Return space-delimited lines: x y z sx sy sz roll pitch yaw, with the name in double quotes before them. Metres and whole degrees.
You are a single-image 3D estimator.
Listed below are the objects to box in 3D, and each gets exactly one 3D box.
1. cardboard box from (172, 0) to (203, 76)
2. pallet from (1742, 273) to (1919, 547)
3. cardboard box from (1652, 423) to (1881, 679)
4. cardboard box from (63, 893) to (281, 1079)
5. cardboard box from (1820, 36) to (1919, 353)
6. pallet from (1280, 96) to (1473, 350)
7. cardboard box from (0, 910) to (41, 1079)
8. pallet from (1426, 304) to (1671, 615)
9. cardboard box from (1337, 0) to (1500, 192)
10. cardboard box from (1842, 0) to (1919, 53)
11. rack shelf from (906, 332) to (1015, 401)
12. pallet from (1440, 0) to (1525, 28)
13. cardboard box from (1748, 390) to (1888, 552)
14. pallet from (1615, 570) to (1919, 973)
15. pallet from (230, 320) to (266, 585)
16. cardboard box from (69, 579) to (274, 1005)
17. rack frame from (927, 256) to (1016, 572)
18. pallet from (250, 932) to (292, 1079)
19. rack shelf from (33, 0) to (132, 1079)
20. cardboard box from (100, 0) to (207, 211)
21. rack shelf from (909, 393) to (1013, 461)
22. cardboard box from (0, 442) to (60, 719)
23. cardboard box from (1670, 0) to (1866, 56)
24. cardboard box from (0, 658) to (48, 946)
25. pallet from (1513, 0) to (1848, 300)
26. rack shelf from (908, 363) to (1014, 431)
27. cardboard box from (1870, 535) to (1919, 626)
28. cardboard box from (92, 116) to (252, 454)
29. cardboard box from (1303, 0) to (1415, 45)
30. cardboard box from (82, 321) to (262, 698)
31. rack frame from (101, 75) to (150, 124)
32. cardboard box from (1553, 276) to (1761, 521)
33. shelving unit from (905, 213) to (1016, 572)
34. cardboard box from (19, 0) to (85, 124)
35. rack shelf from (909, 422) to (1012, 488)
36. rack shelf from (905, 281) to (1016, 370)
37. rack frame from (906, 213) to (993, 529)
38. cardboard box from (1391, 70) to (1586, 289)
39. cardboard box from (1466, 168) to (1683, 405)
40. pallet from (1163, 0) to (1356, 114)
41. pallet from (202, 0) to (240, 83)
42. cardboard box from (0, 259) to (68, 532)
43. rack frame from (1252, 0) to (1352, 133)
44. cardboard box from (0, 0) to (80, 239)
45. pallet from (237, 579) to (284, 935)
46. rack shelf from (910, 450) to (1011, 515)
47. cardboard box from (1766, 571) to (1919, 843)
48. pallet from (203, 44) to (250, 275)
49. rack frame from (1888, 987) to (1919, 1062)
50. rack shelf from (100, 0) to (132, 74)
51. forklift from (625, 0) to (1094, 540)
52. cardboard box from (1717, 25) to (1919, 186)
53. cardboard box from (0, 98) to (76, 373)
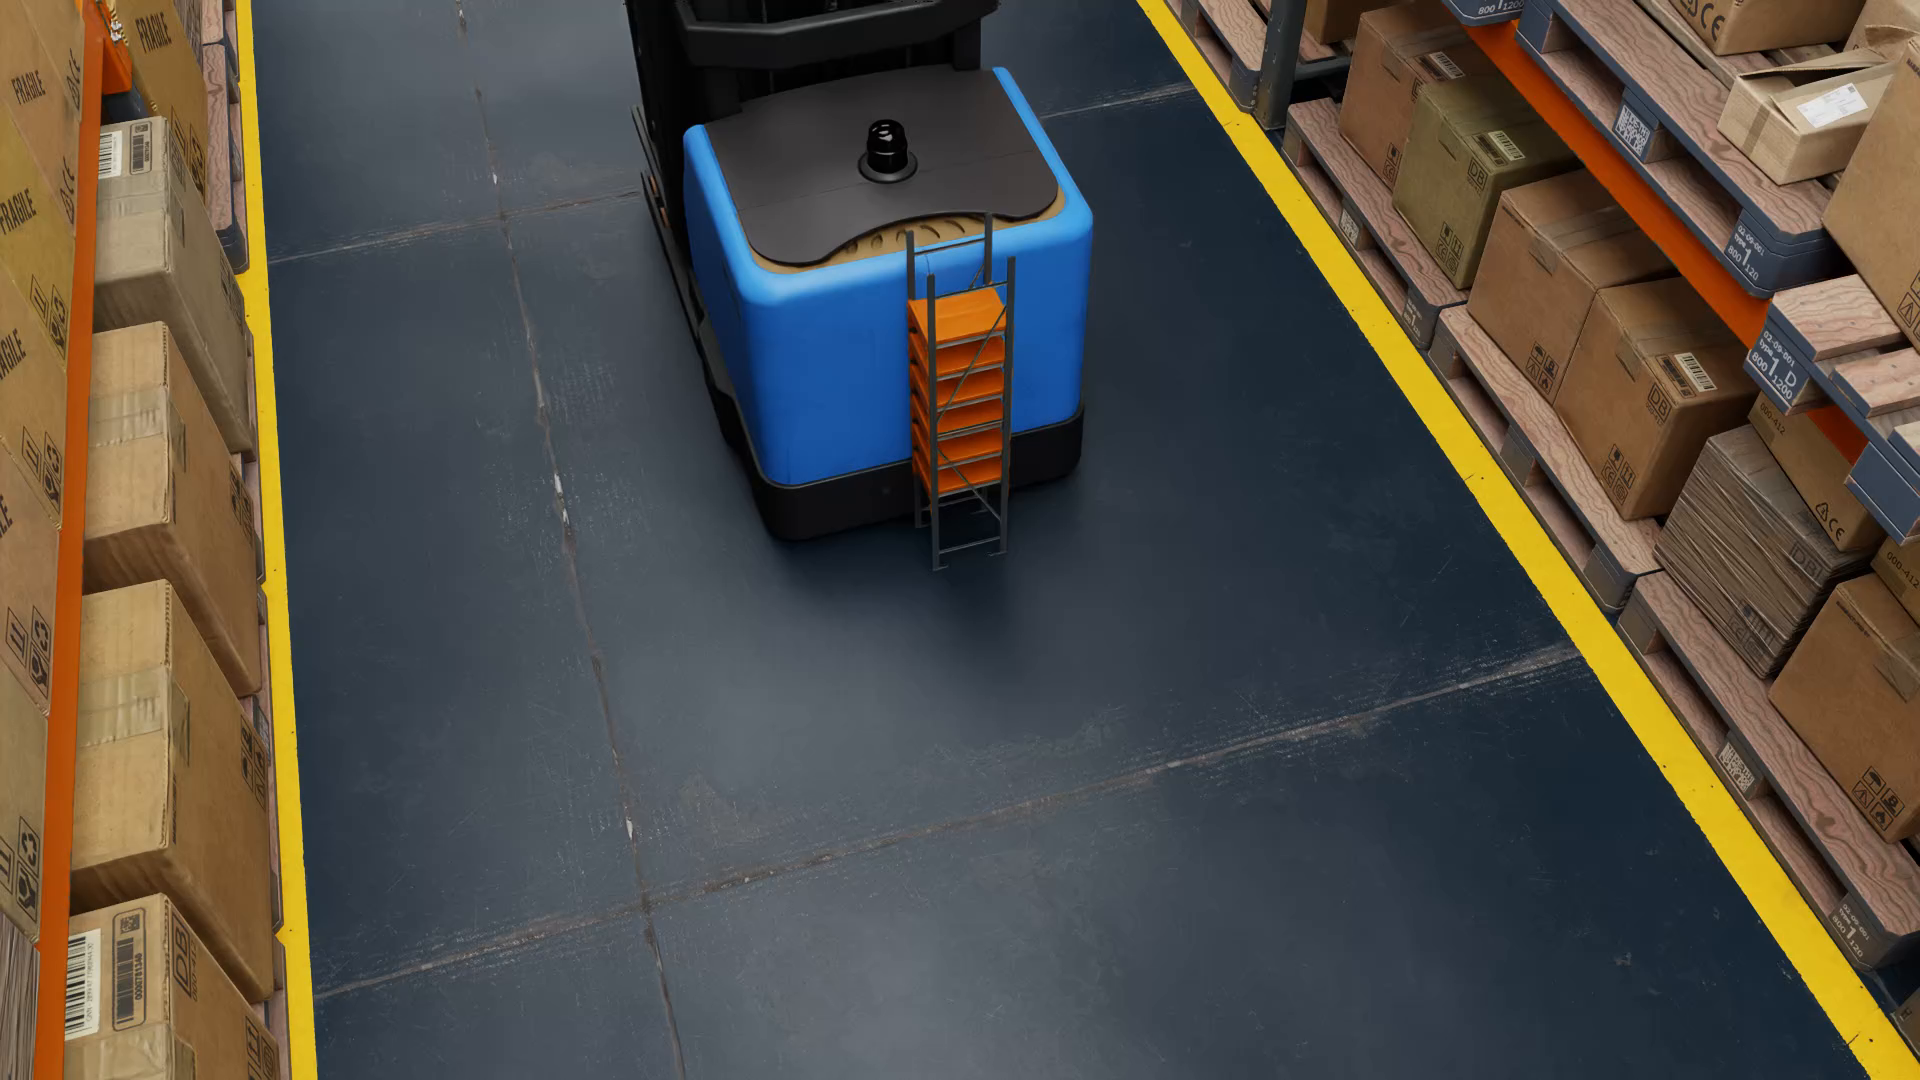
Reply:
"cardboard box" -3.485 -2.279 6.325 0.875 0.875 0.875 -13 51 -11
"pallet" 2.542 -0.257 3.630 1.213 0.211 1.003 -13 51 -11
"cardboard box" 2.461 -0.045 4.674 0.700 0.500 0.500 -17 52 -14
"cardboard box" -2.007 1.350 3.347 1.050 0.750 0.750 -14 51 -11
"cardboard box" 2.396 -0.760 3.589 0.700 0.500 0.500 -7 50 -6
"pallet" 1.904 -1.277 6.188 1.003 0.211 1.213 -13 51 -11
"cardboard box" -1.788 0.804 2.545 0.500 0.500 0.500 -13 51 -11
"pallet" 2.268 -0.384 5.436 1.003 0.211 1.213 -13 51 -11
"cardboard box" 1.833 -1.627 6.006 0.700 0.500 0.500 -17 52 -14
"cardboard box" 2.579 -1.185 4.111 0.500 0.250 0.500 -15 51 -12
"rack shelf" 0.001 -0.511 4.640 0.258 0.103 0.180 -14 51 -12
"pallet" 1.759 -2.091 5.176 1.003 0.211 1.213 -13 51 -11
"cardboard box" 2.462 -0.268 4.371 0.500 0.250 0.500 -8 50 -7
"pallet" 2.625 0.505 4.686 1.003 0.211 1.213 -13 51 -11
"pallet" -2.796 -0.251 5.323 1.003 0.211 1.213 -13 51 -11
"cardboard box" -2.269 0.712 3.884 1.050 0.750 0.750 -13 51 -10
"rack frame" 0.030 -0.318 4.734 0.240 1.200 0.006 -14 51 -12
"pallet" -2.074 1.531 3.821 1.003 0.211 1.213 -13 51 -11
"rack shelf" -2.504 -0.003 3.762 1.077 0.370 4.000 -13 51 -11
"cardboard box" -3.215 -1.622 5.770 0.875 0.875 0.875 -13 51 -10
"rack shelf" 0.001 -0.356 4.824 0.258 0.103 0.180 -14 51 -12
"cardboard box" -2.090 0.065 3.168 0.500 0.500 0.500 -13 51 -11
"cardboard box" 2.273 -1.667 4.351 0.797 0.503 0.637 -9 50 -7
"cardboard box" -1.941 0.434 2.857 0.500 0.500 0.500 -14 51 -11
"pallet" 2.230 -1.197 4.423 1.003 0.211 1.213 -13 51 -11
"rack shelf" 0.001 -0.433 4.732 0.258 0.103 0.180 -14 51 -12
"cardboard box" 2.628 0.117 4.046 0.500 0.250 0.500 -11 51 -9
"cardboard box" -2.826 -0.673 5.052 1.050 0.750 0.750 -14 51 -11
"cardboard box" 1.592 -2.375 6.650 0.500 0.500 0.500 -15 51 -12
"cardboard box" -2.545 0.032 4.458 1.050 0.750 0.750 -13 51 -11
"rack frame" -3.096 -1.696 4.718 1.000 3.000 0.127 -13 51 -11
"cardboard box" 2.287 -0.458 5.021 0.700 0.500 0.500 -9 51 -8
"shelving unit" 0.001 -0.385 4.790 0.258 1.200 0.189 -14 51 -12
"cardboard box" -2.686 -1.408 4.409 0.500 0.500 0.500 -14 51 -11
"rack shelf" 0.001 -0.279 4.915 0.258 0.103 0.180 -14 51 -12
"rack shelf" 0.001 -0.588 4.548 0.258 0.103 0.180 -14 51 -12
"rack frame" -0.028 -0.451 4.846 0.240 1.200 0.006 -14 51 -12
"cardboard box" 1.956 -1.274 5.709 0.700 0.500 0.500 -14 51 -11
"cardboard box" 2.122 -0.865 5.365 0.700 0.500 0.500 -17 52 -14
"pallet" 1.440 -2.327 7.074 1.003 0.211 1.213 -13 51 -11
"pallet" -3.611 -2.263 7.020 1.003 0.211 1.213 -13 51 -11
"cardboard box" -2.235 -0.299 3.475 0.500 0.500 0.500 -14 51 -11
"rack frame" 1.672 -2.744 5.601 1.000 3.000 0.127 -13 51 -11
"cardboard box" -2.537 -1.039 4.098 0.500 0.500 0.500 -14 51 -11
"pallet" -2.431 0.642 4.571 1.003 0.211 1.213 -13 51 -11
"rack shelf" 0.001 -0.201 5.007 0.258 0.103 0.180 -14 51 -12
"cardboard box" 2.638 0.357 4.334 0.700 0.500 0.500 -16 52 -13
"pallet" -3.246 -1.370 6.267 1.003 0.211 1.213 -13 51 -11
"rack frame" 2.855 0.178 3.138 1.000 3.000 0.127 -13 51 -11
"rack shelf" -3.687 -2.925 6.224 1.077 0.370 4.000 -13 51 -11
"forklift" -0.553 -2.101 5.104 1.130 2.935 3.031 -14 51 -12
"cardboard box" 2.104 -1.071 4.004 0.396 0.266 0.258 -15 51 -12
"cardboard box" -2.387 -0.669 3.787 0.500 0.500 0.500 -13 51 -11
